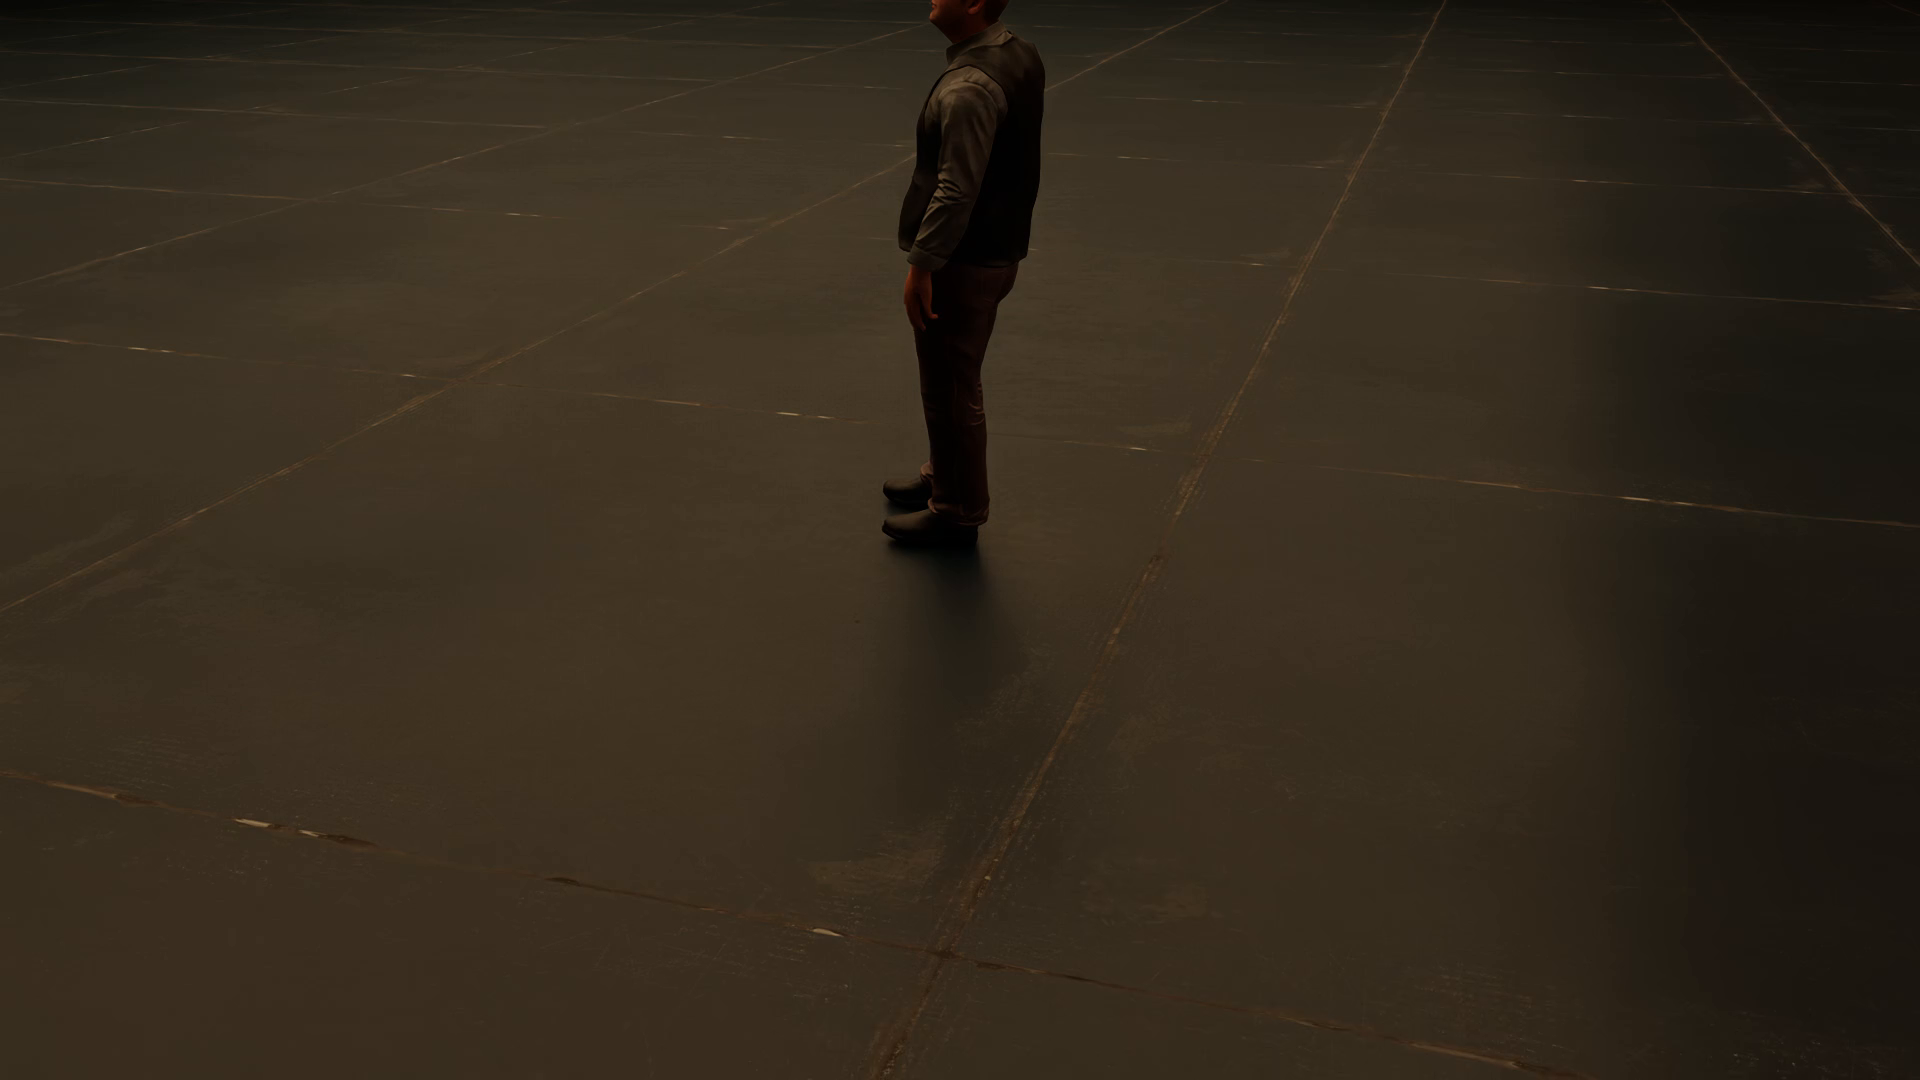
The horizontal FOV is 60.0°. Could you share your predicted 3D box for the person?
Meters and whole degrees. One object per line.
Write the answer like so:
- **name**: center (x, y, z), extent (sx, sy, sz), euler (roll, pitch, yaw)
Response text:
- **person**: center (-0.065, -0.813, 4.816), extent (0.552, 1.720, 0.632), euler (7, 23, 16)
